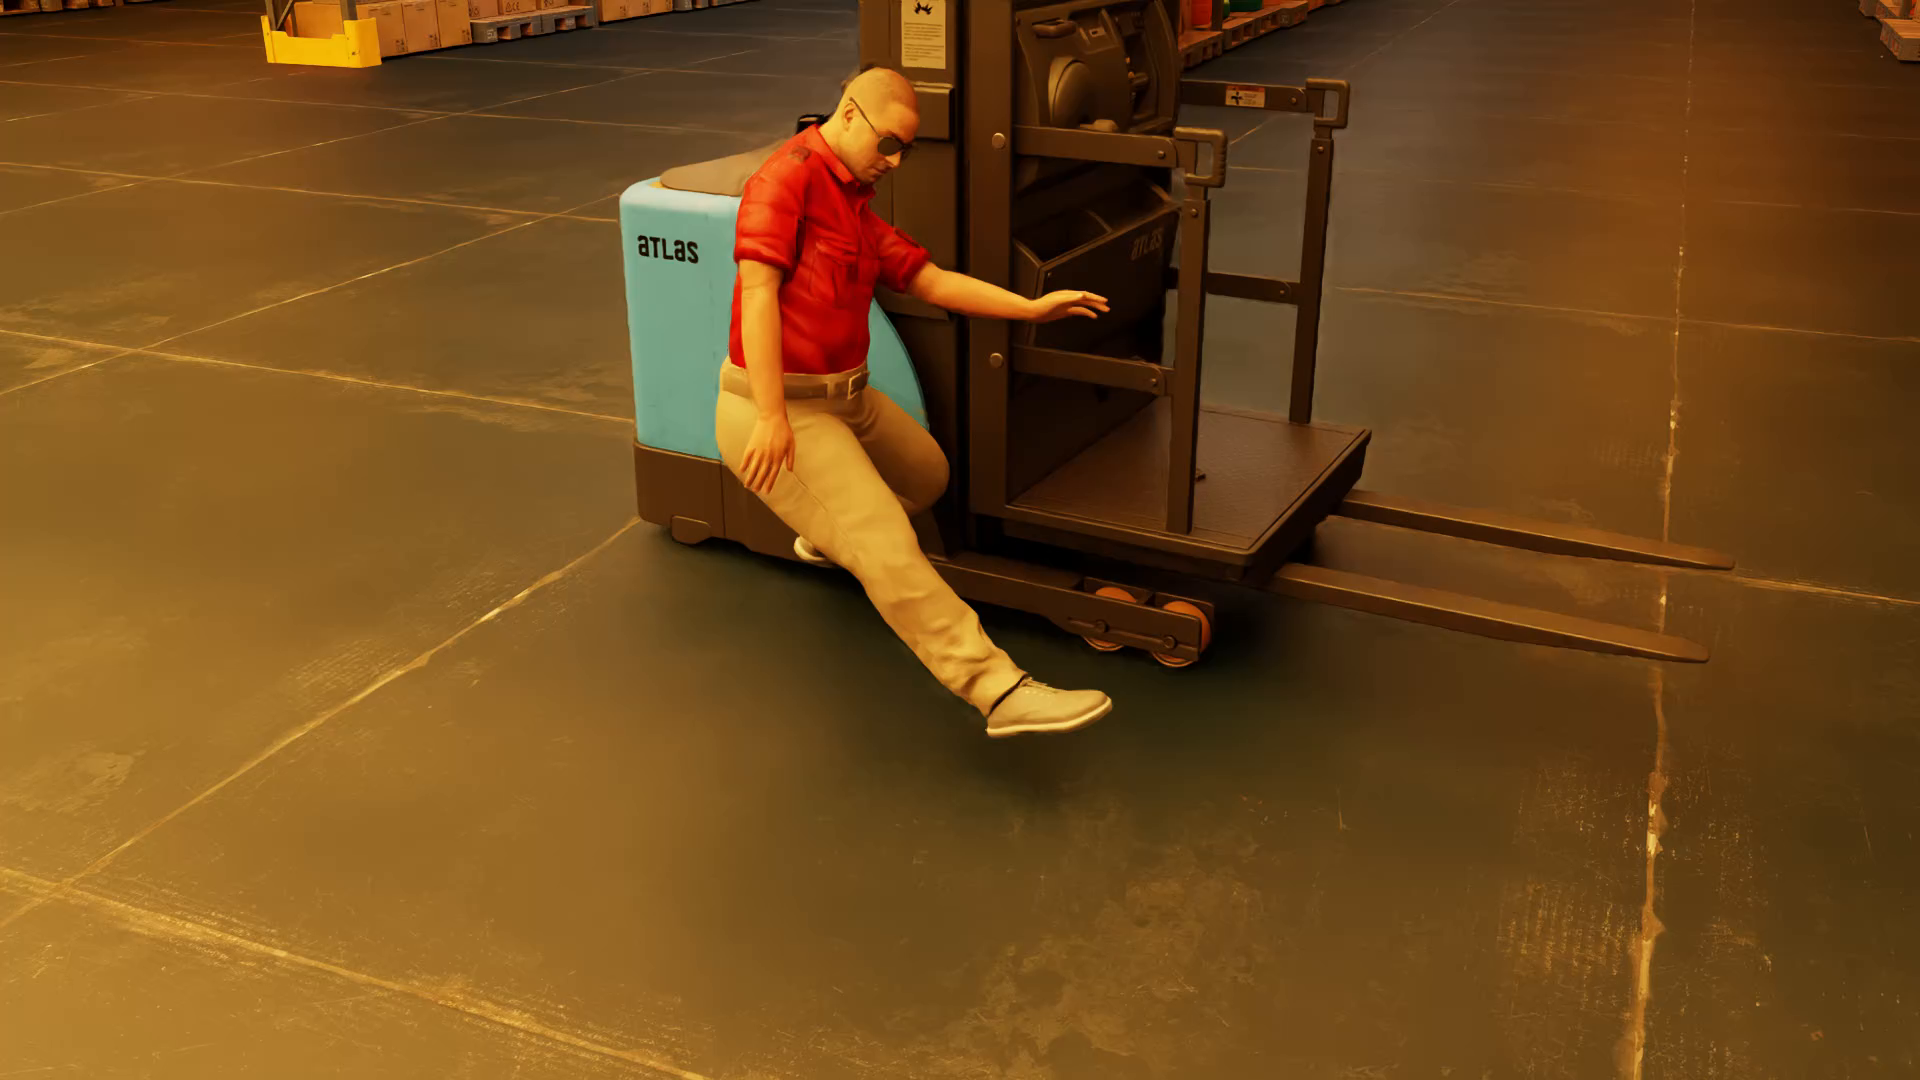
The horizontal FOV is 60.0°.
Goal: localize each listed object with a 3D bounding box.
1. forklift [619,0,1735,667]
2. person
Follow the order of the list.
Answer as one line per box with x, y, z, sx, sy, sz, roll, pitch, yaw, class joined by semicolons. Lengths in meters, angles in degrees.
0.555;-1.257;4.300;3.031;2.935;1.130;12;25;26;forklift
-0.043;-0.374;3.949;1.108;1.425;1.045;8;24;19;person
